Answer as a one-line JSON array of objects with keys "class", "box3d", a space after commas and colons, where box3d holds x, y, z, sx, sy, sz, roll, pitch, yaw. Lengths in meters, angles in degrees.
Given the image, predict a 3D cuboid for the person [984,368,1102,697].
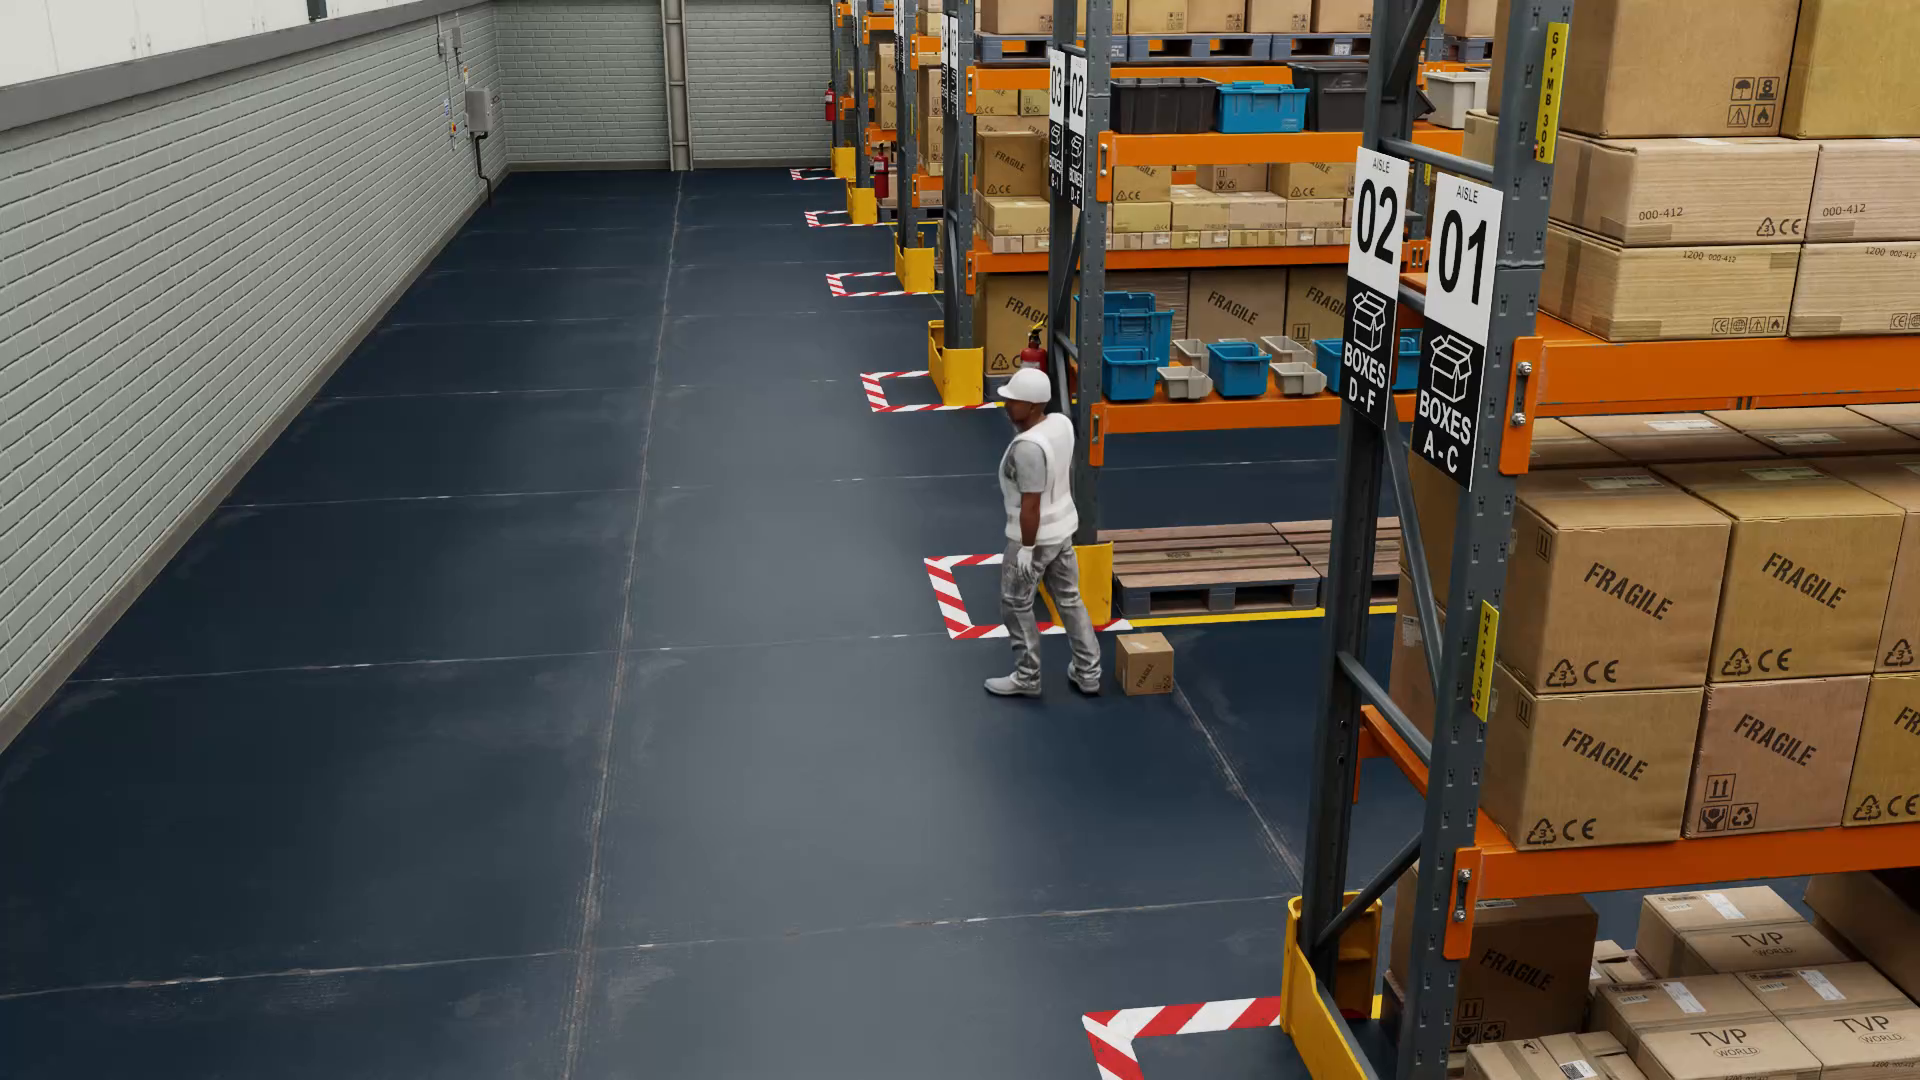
[{"class": "person", "box3d": [0.445, -0.023, 8.612, 0.578, 1.777, 0.582, 10, 22, 26]}]
